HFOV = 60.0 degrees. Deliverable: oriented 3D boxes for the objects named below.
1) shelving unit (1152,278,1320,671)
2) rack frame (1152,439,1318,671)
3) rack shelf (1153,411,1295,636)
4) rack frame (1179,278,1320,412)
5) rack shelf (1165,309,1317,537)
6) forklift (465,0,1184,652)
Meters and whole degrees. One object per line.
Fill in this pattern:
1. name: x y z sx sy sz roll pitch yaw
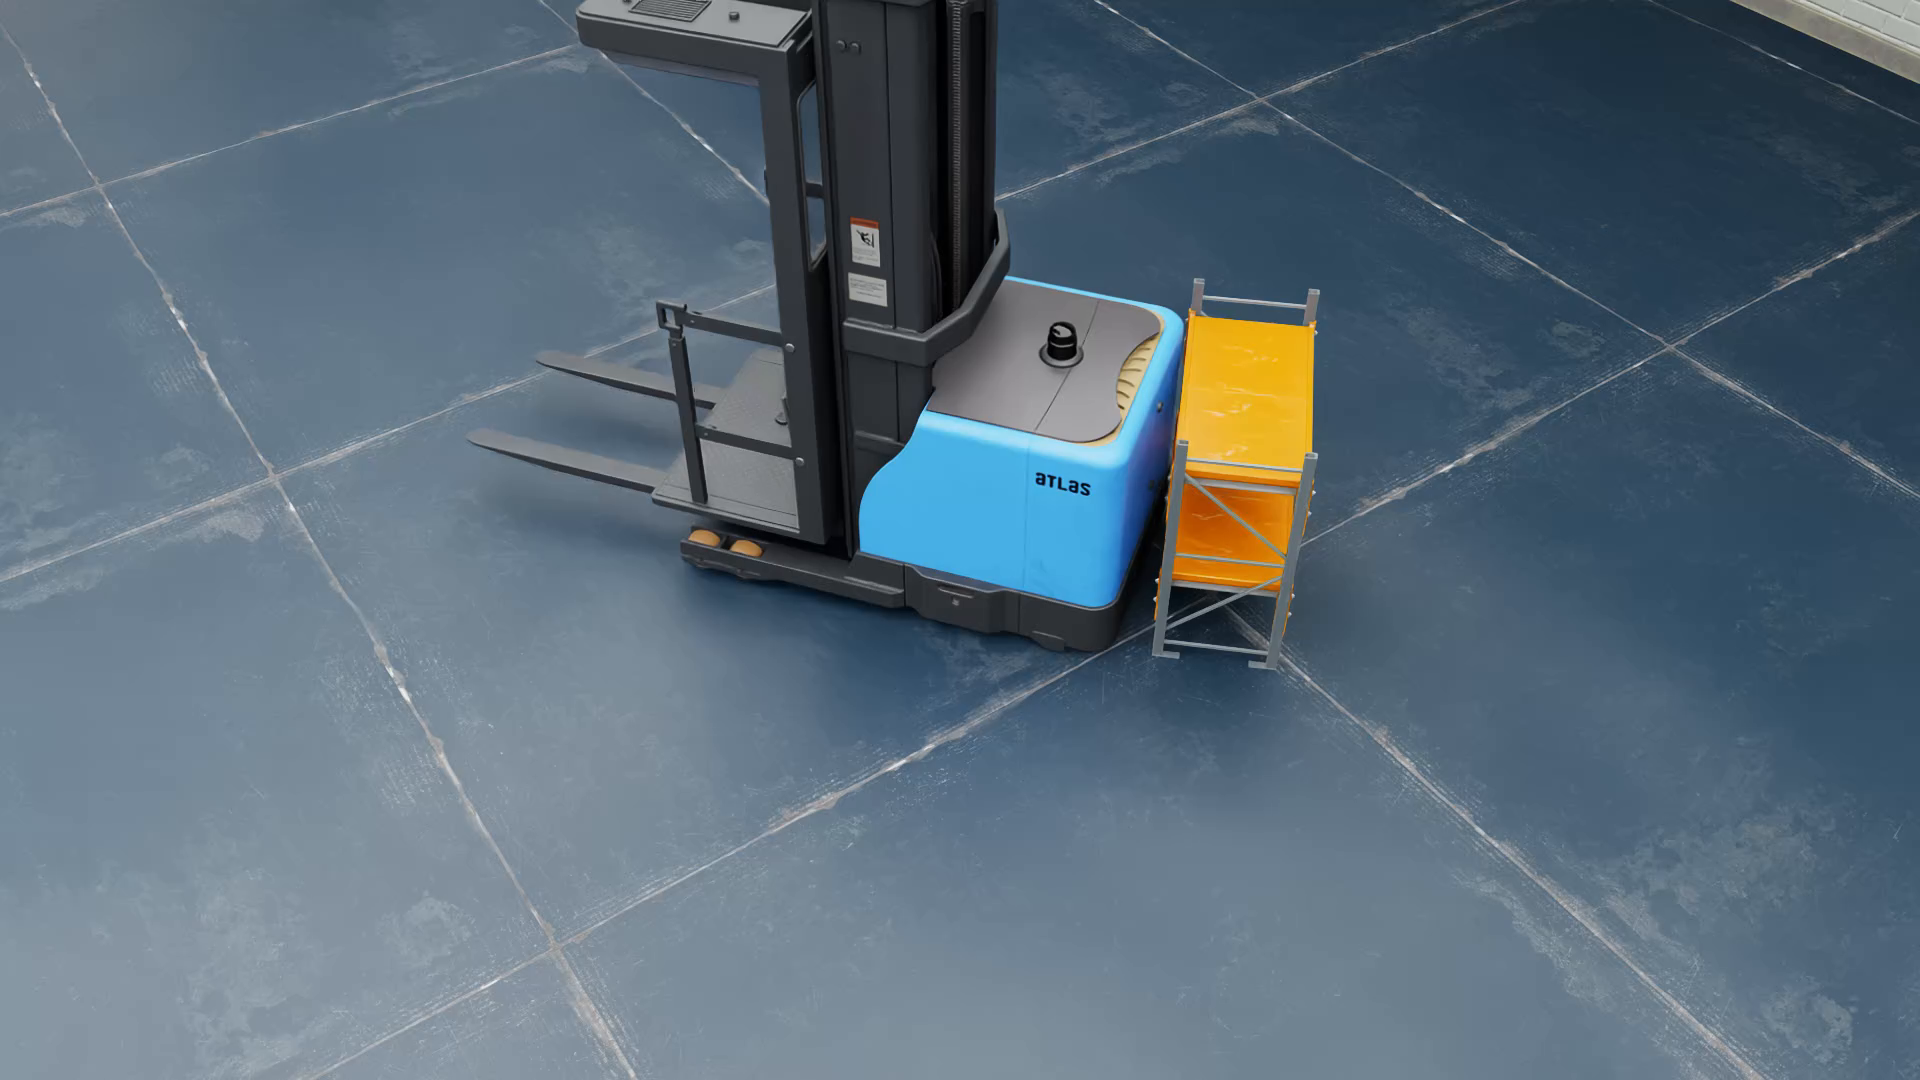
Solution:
1. shelving unit: 1.109 -0.266 6.705 0.538 1.125 1.048 6 44 7
2. rack frame: 1.027 0.080 6.342 0.500 1.125 0.032 6 44 7
3. rack shelf: 1.109 -0.089 6.874 0.538 0.278 1.000 6 44 7
4. rack frame: 1.191 -0.612 7.068 0.500 1.125 0.032 6 44 7
5. rack shelf: 1.109 -0.478 6.503 0.538 0.278 1.000 6 44 7
6. forklift: -0.664 -1.227 6.403 3.031 2.935 1.130 14 45 14
